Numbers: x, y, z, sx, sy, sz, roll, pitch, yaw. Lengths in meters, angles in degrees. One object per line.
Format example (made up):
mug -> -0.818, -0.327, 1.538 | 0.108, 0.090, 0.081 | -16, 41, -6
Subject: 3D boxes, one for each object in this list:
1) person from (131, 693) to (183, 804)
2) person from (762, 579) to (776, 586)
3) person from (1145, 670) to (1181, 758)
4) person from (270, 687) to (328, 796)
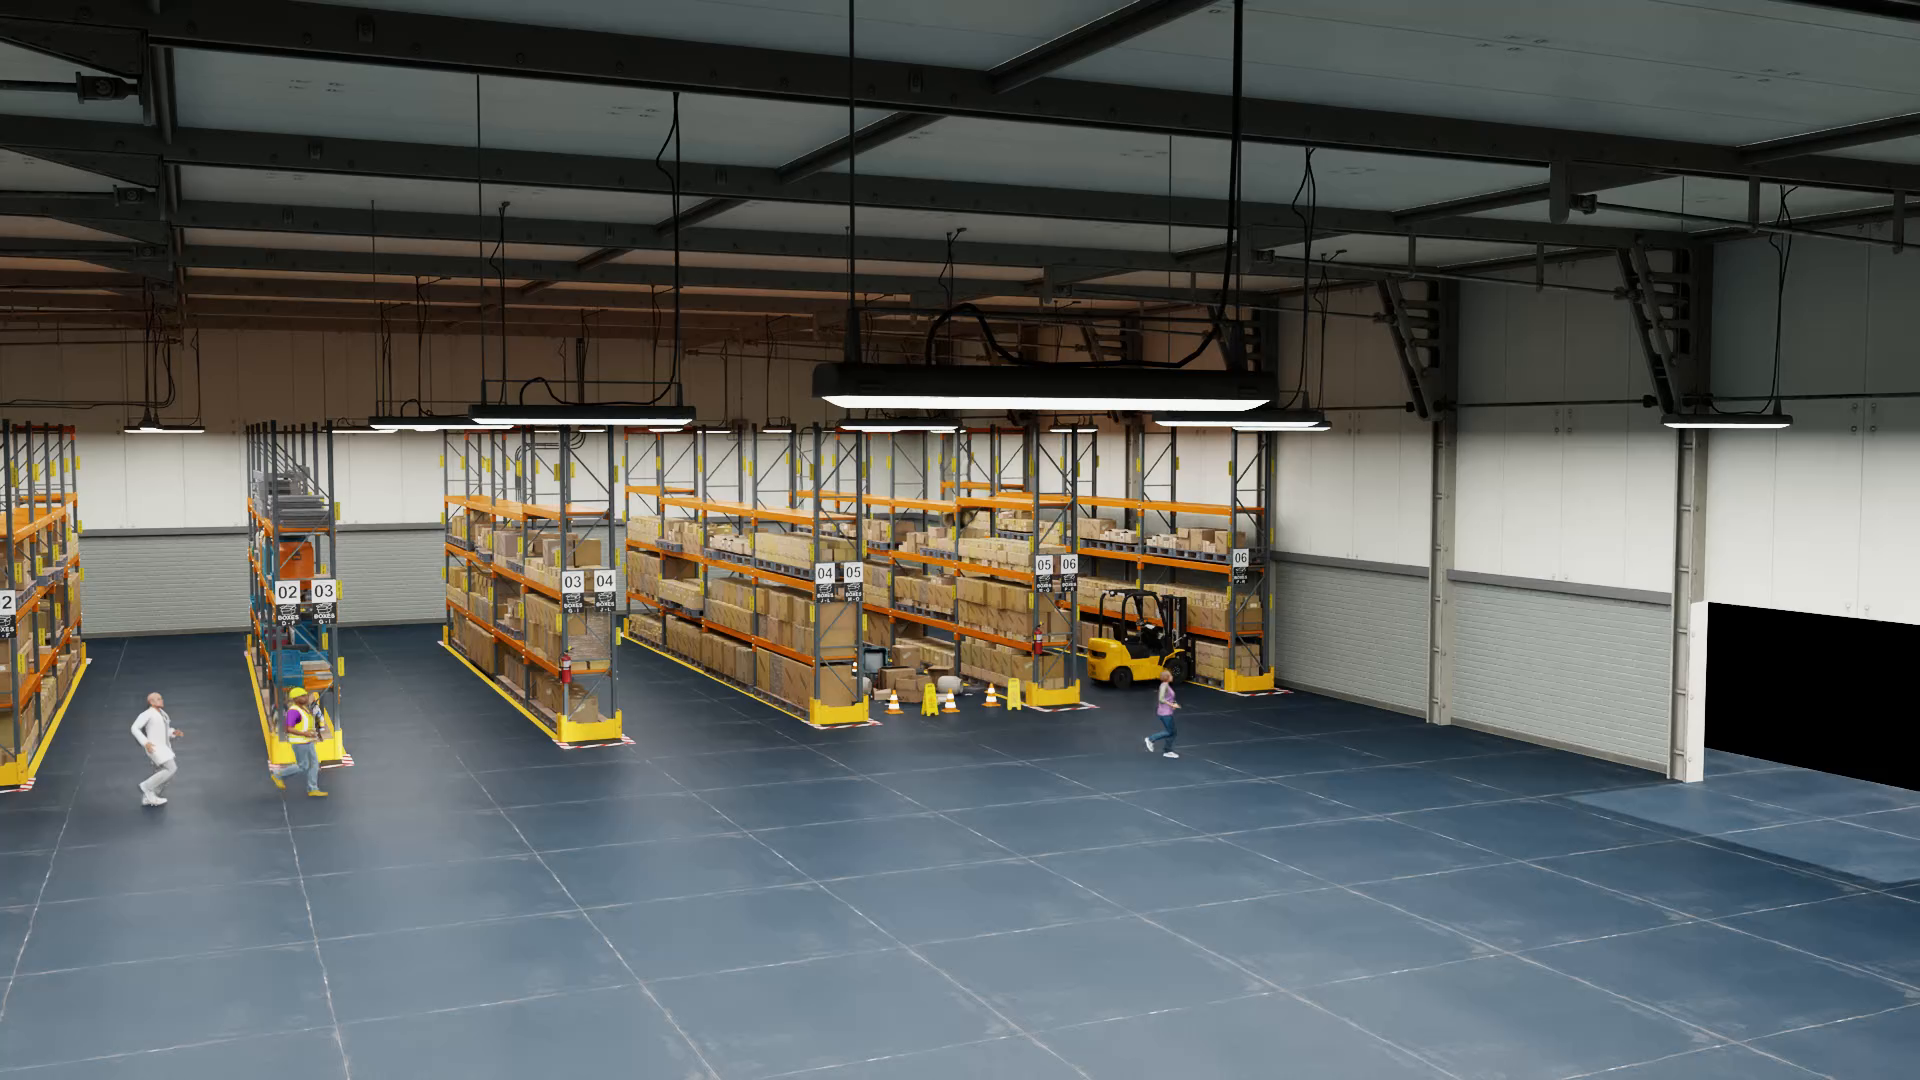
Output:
person -> -12.372, 3.231, 25.756 | 0.649, 1.732, 0.691 | 0, 4, -2
person -> -5.834, 1.736, 50.661 | 0.791, 1.692, 0.578 | -2, 4, -32
person -> 3.619, 3.102, 29.599 | 0.625, 1.540, 0.542 | 1, 4, 11
person -> -10.460, 3.203, 26.331 | 0.863, 1.746, 0.688 | 0, 4, -3
